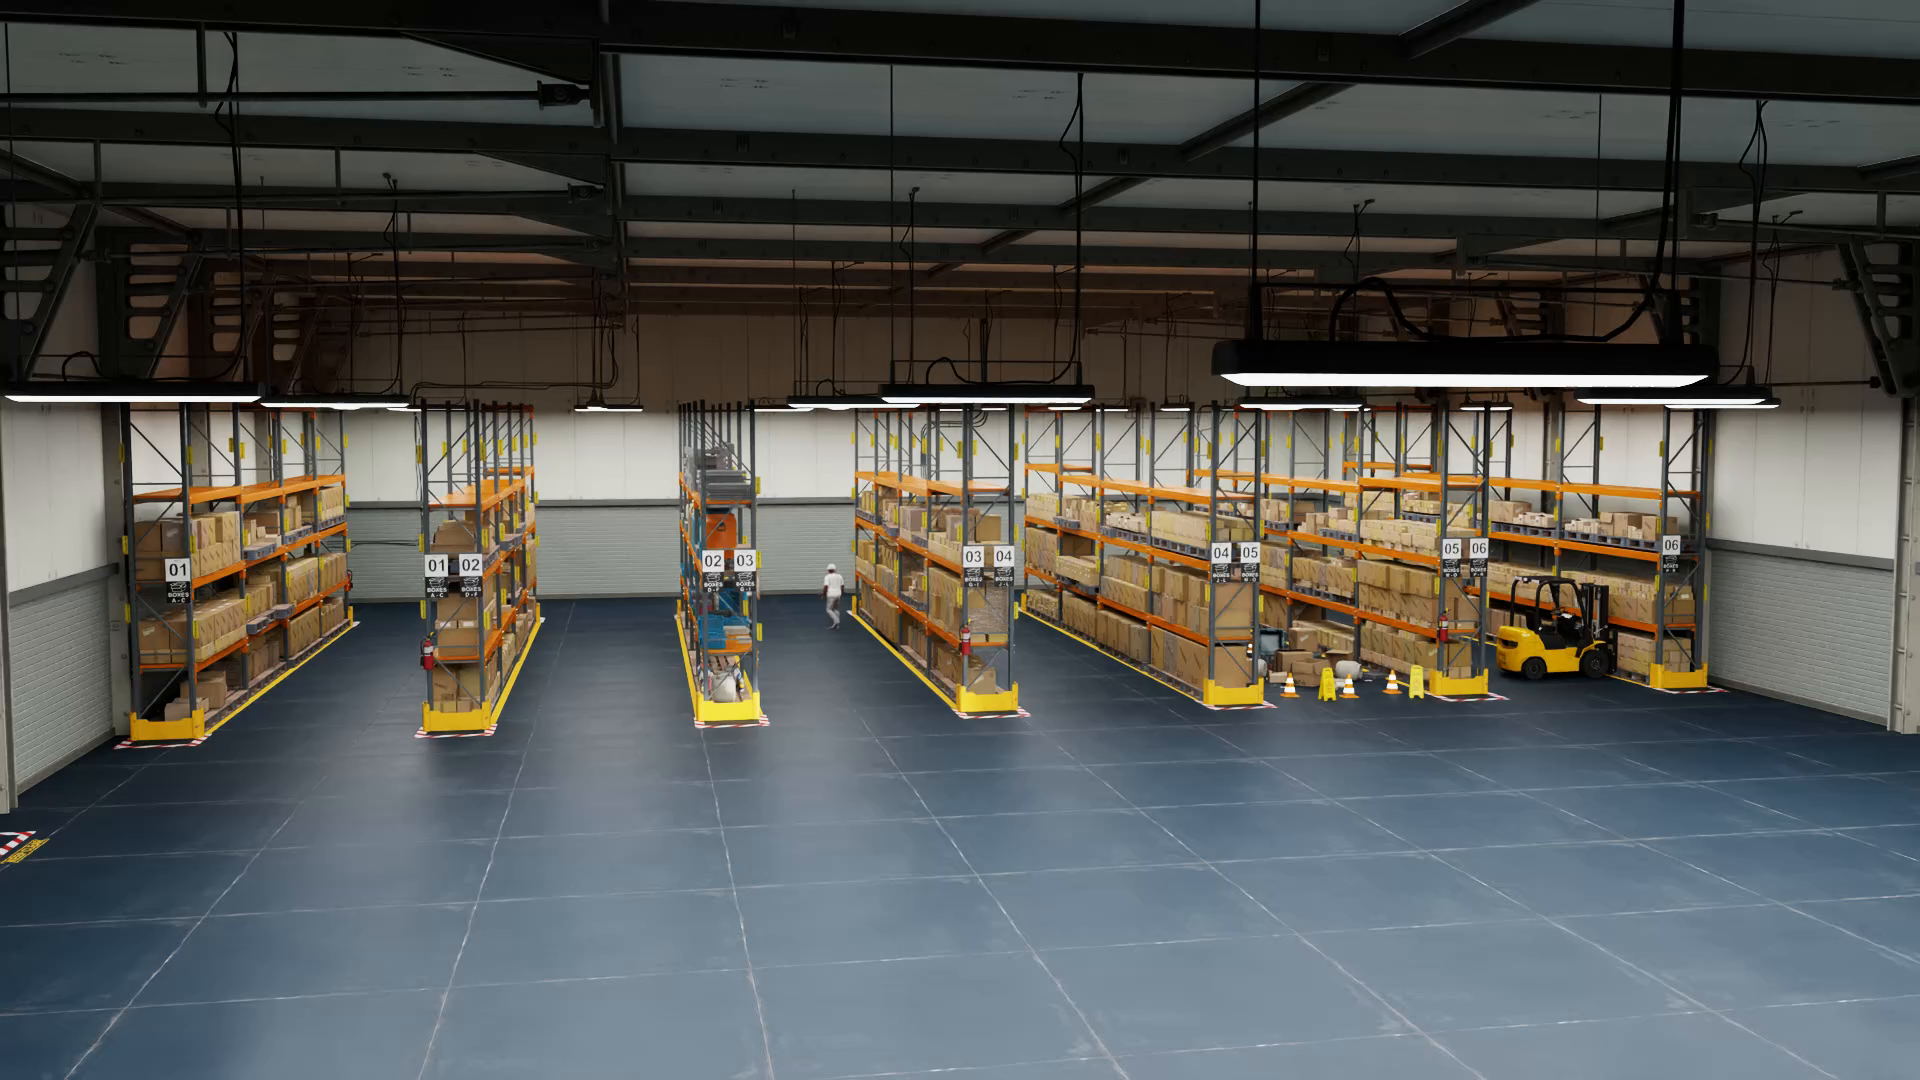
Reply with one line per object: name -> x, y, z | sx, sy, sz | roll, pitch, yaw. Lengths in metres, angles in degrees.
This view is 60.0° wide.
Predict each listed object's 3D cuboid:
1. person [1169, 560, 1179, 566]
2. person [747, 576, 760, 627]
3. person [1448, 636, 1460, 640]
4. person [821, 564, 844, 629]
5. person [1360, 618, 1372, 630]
person -> 6.055, 1.300, 46.829 | 0.467, 1.785, 0.609 | 2, 5, 28
person -> -5.686, 1.463, 44.851 | 0.582, 1.715, 1.079 | -2, 5, -19
person -> 11.367, 2.010, 38.266 | 0.519, 1.707, 0.352 | -3, 5, -35
person -> -3.350, 1.514, 44.331 | 0.630, 1.741, 0.656 | -4, 6, -42
person -> 10.819, 1.497, 44.187 | 0.638, 1.779, 0.532 | -4, 6, -41
